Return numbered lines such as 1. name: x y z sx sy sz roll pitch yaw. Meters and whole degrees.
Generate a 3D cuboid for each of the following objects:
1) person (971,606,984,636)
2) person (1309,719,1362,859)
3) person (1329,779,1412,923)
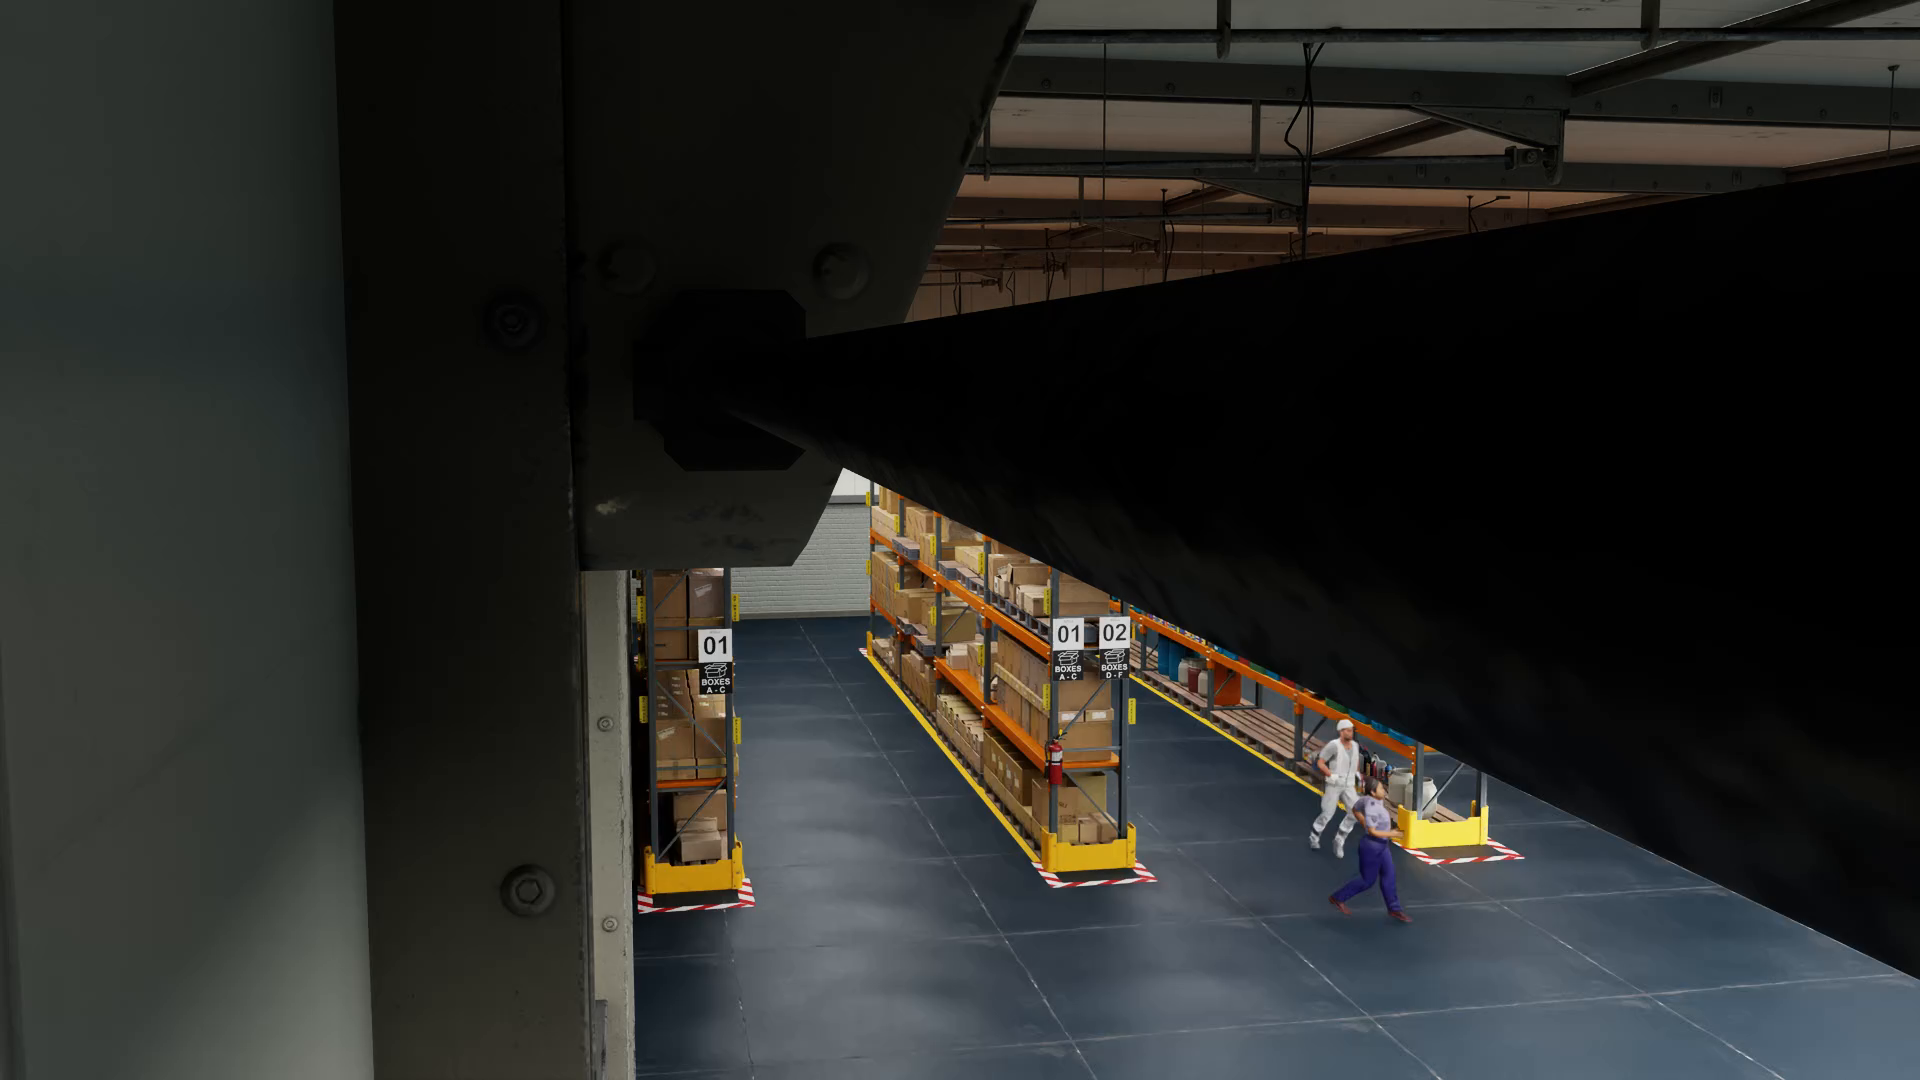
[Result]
1. person: 0.345 1.671 36.825 0.648 1.633 0.587 -3 7 -28
2. person: 4.958 3.213 21.610 0.717 1.776 0.673 -2 6 -19
3. person: 4.699 3.537 18.967 0.935 1.665 0.617 2 6 16
